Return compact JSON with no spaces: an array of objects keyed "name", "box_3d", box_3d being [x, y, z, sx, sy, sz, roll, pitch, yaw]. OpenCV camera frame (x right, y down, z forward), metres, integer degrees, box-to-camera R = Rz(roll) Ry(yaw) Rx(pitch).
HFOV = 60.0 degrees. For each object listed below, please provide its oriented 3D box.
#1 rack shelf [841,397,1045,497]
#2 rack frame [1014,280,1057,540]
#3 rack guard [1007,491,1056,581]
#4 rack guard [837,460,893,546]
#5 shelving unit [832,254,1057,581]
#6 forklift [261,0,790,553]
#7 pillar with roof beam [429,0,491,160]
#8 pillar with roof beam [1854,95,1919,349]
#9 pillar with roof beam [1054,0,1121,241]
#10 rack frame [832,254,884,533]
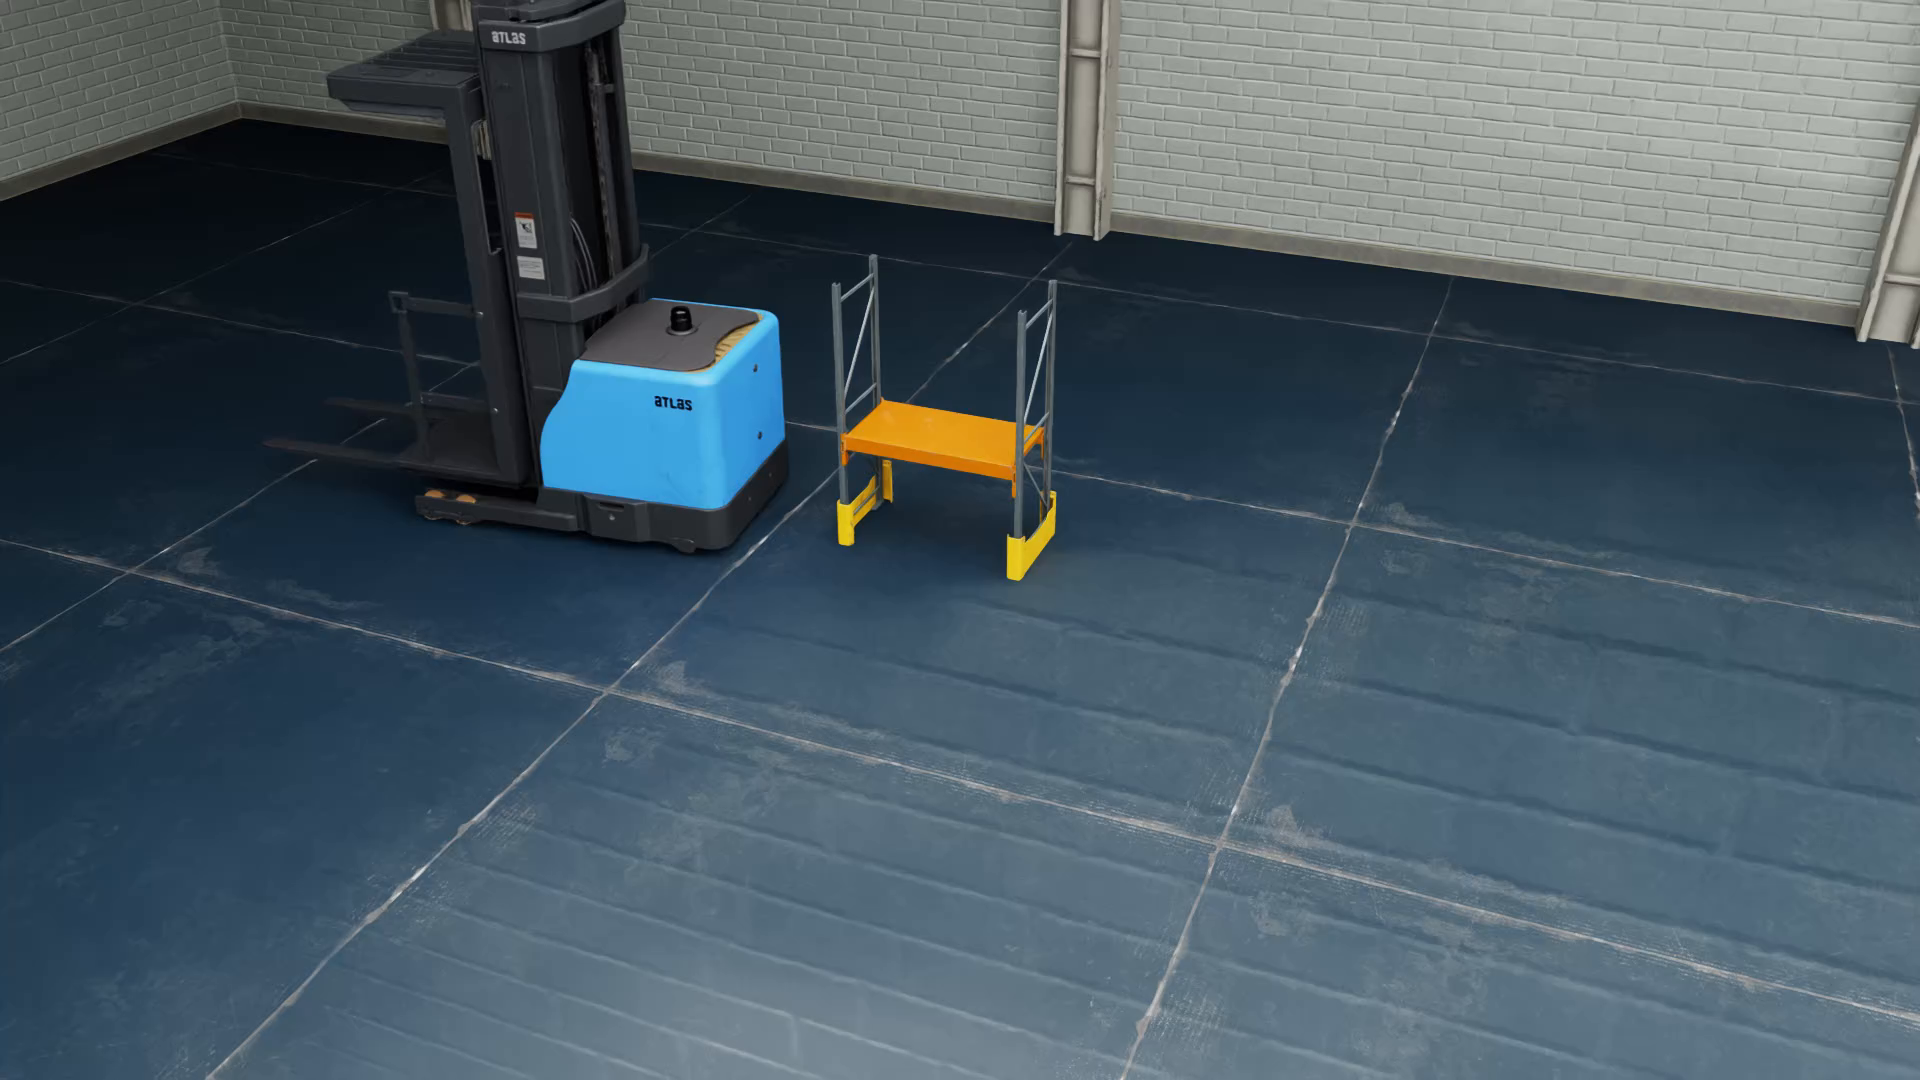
[{"name":"rack shelf","box_3d":[-0.079,-0.512,8.997,1.000,0.185,0.538,11,31,19]},{"name":"rack frame","box_3d":[0.392,-0.575,8.742,0.032,1.500,0.500,11,31,19]},{"name":"rack guard","box_3d":[0.391,-0.031,9.050,0.087,0.250,0.587,11,31,19]},{"name":"rack guard","box_3d":[-0.532,-0.215,9.376,0.087,0.250,0.587,11,31,19]},{"name":"shelving unit","box_3d":[-0.071,-0.667,8.906,1.083,1.500,0.587,11,31,19]},{"name":"forklift","box_3d":[-2.580,-1.603,9.107,3.031,2.935,1.130,8,30,14]},{"name":"pillar with roof beam","box_3d":[-6.166,-5.614,10.037,0.400,9.000,9.100,11,31,19]},{"name":"pillar with roof beam","box_3d":[4.953,-3.394,6.109,0.400,9.000,9.100,11,31,19]},{"name":"pillar with roof beam","box_3d":[-0.606,-4.504,8.073,0.400,9.000,9.100,11,31,19]},{"name":"rack frame","box_3d":[-0.550,-0.763,9.075,0.032,1.500,0.500,11,31,19]}]
